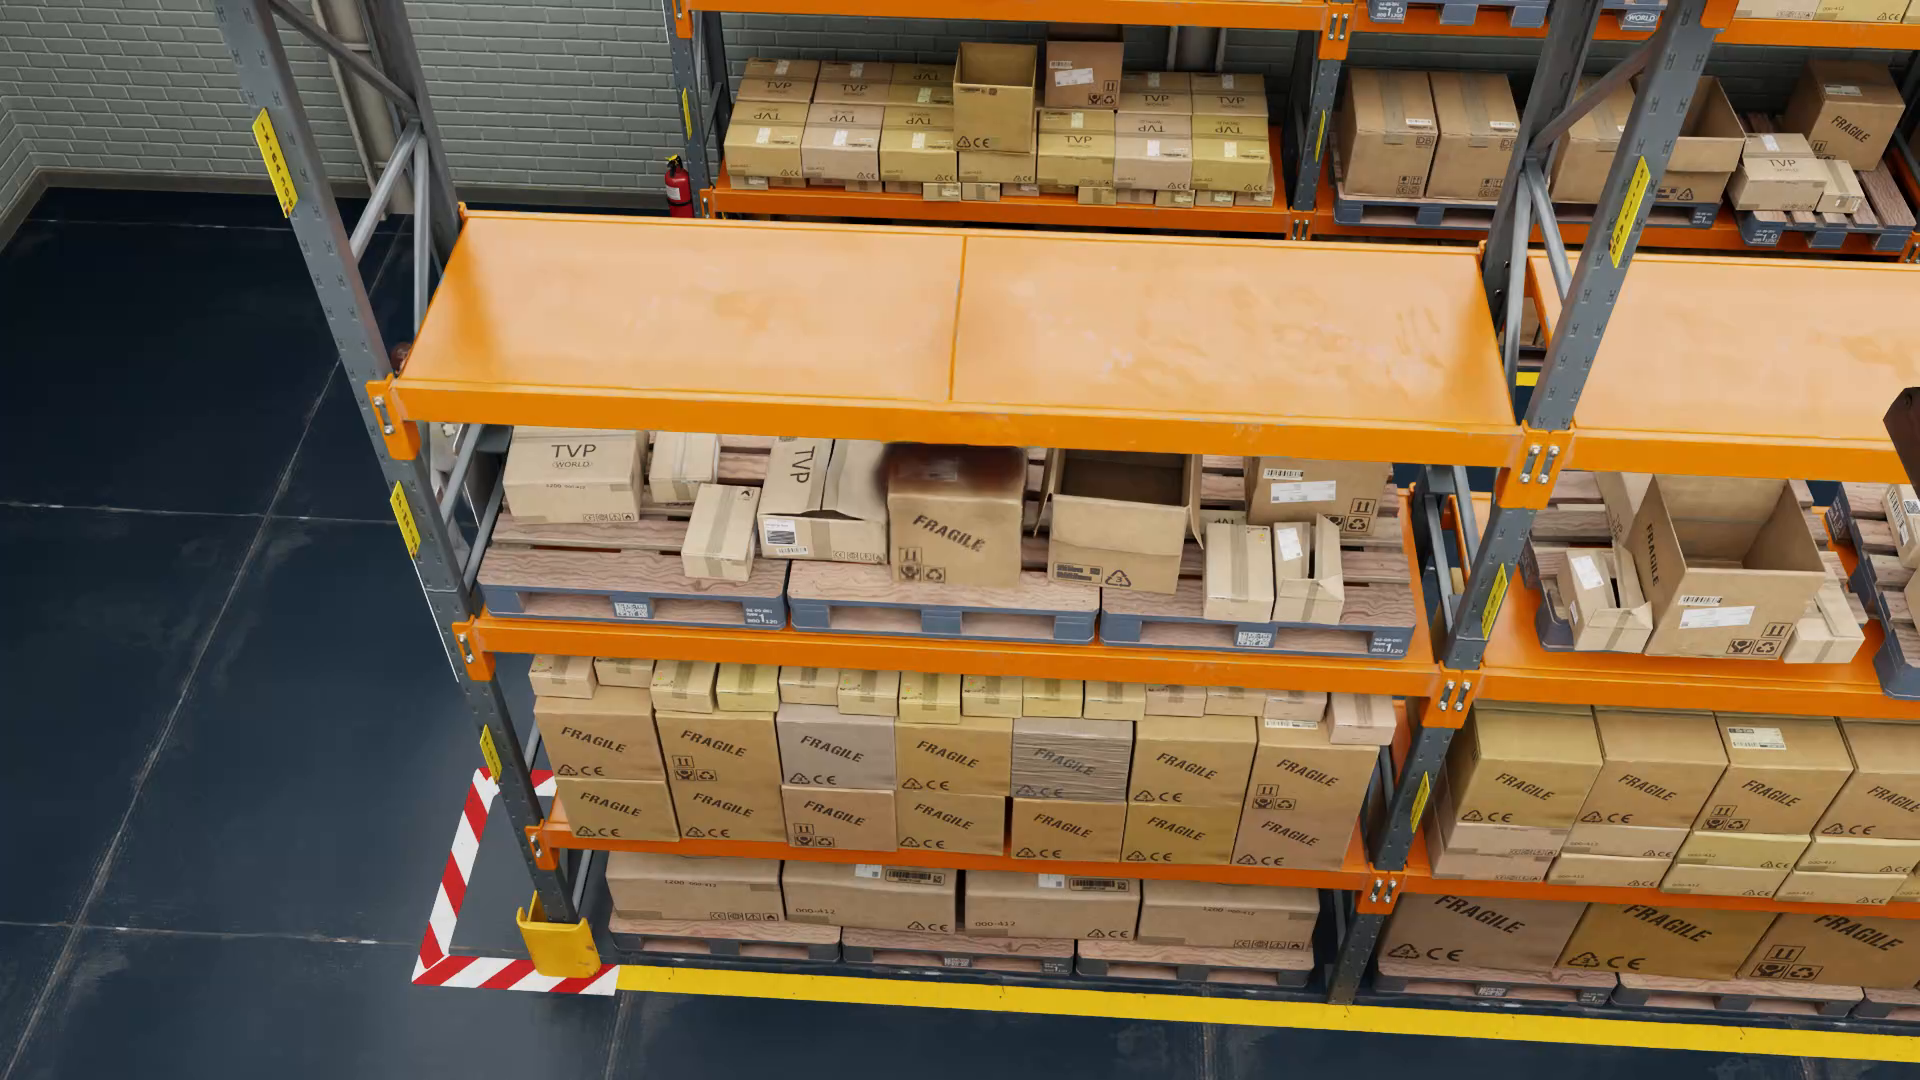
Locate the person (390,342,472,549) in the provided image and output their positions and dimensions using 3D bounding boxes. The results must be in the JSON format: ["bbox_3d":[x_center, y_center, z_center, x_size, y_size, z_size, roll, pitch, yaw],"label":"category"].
[{"bbox_3d":[-3.075,-0.530,9.909,0.482,1.624,0.844,0,48,0],"label":"person"}]
